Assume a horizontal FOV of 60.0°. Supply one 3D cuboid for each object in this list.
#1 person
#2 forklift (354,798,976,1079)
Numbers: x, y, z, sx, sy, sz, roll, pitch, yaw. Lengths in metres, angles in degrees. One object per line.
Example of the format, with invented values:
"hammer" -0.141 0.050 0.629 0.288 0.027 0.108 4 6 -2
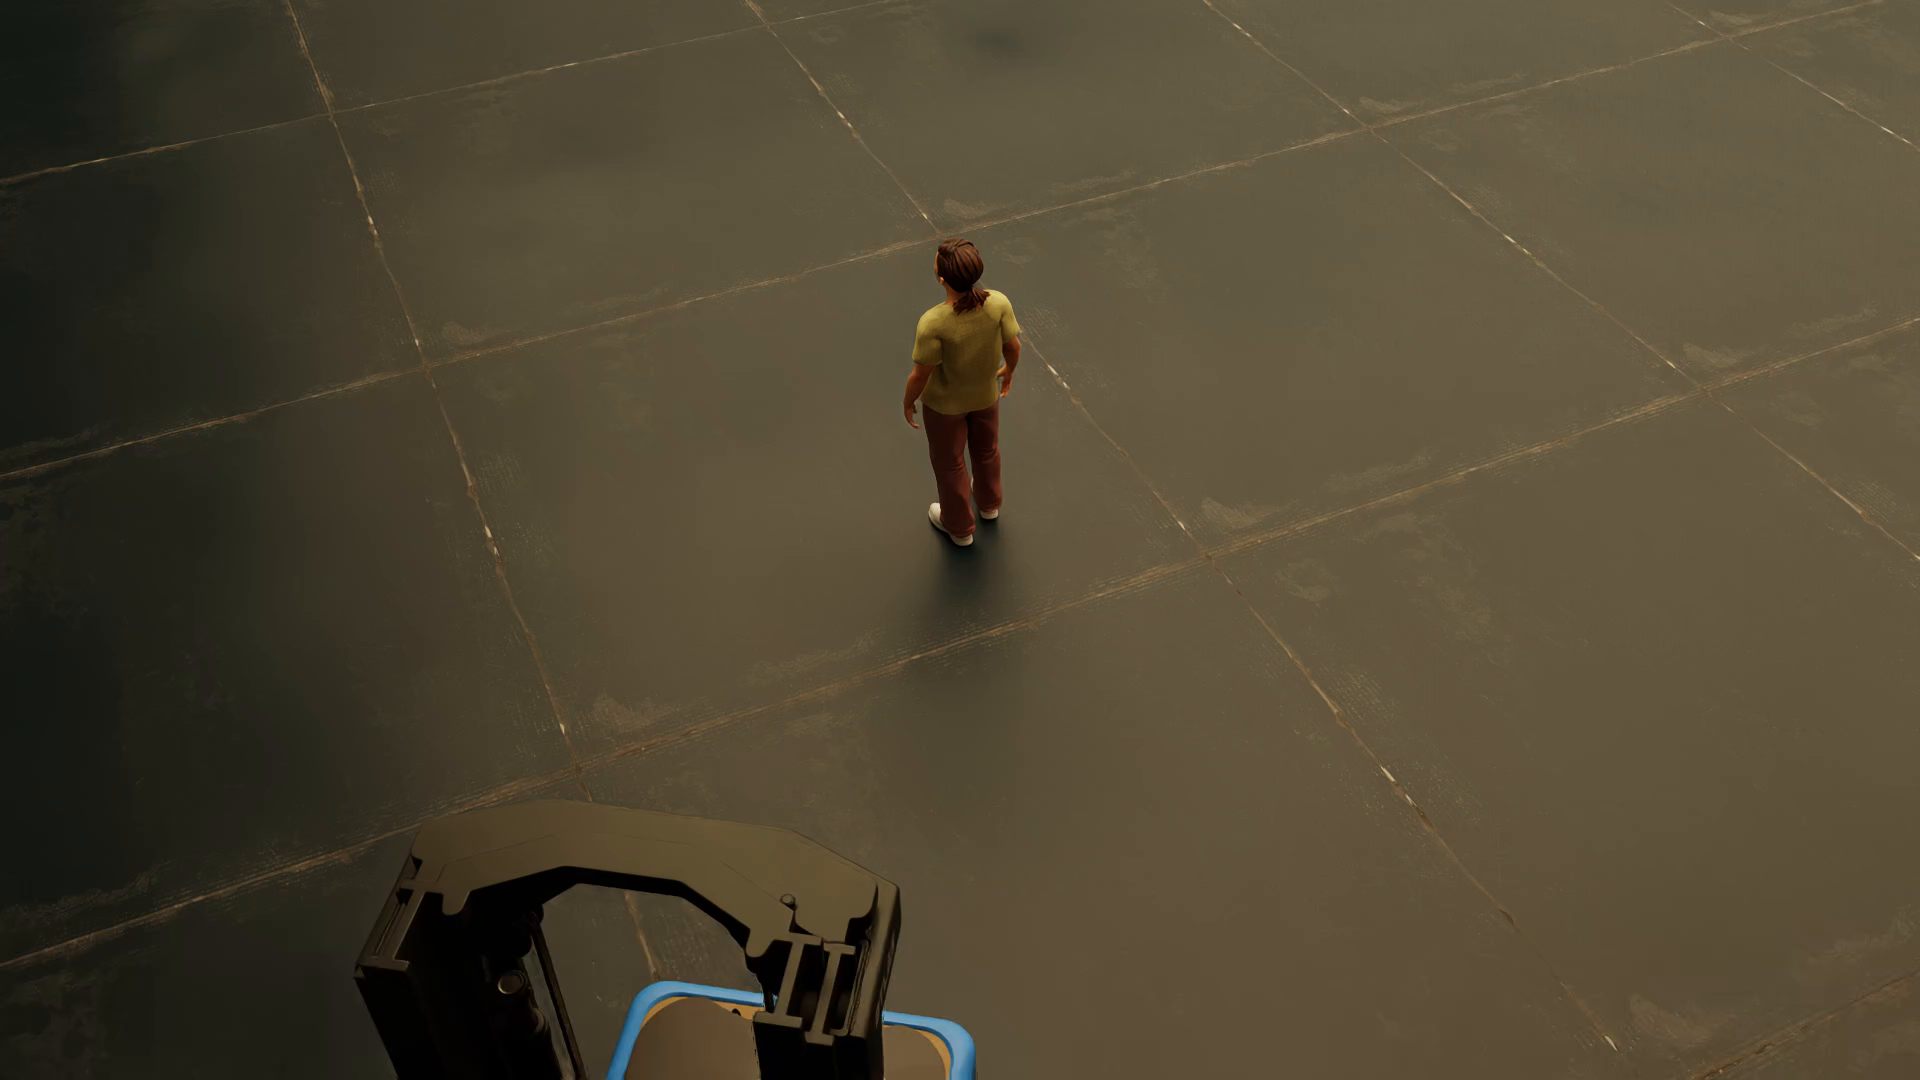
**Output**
"person" -0.020 -0.667 7.304 0.553 1.675 0.549 -18 46 -18
"forklift" -0.681 2.045 3.489 1.130 2.935 3.031 6 43 7
